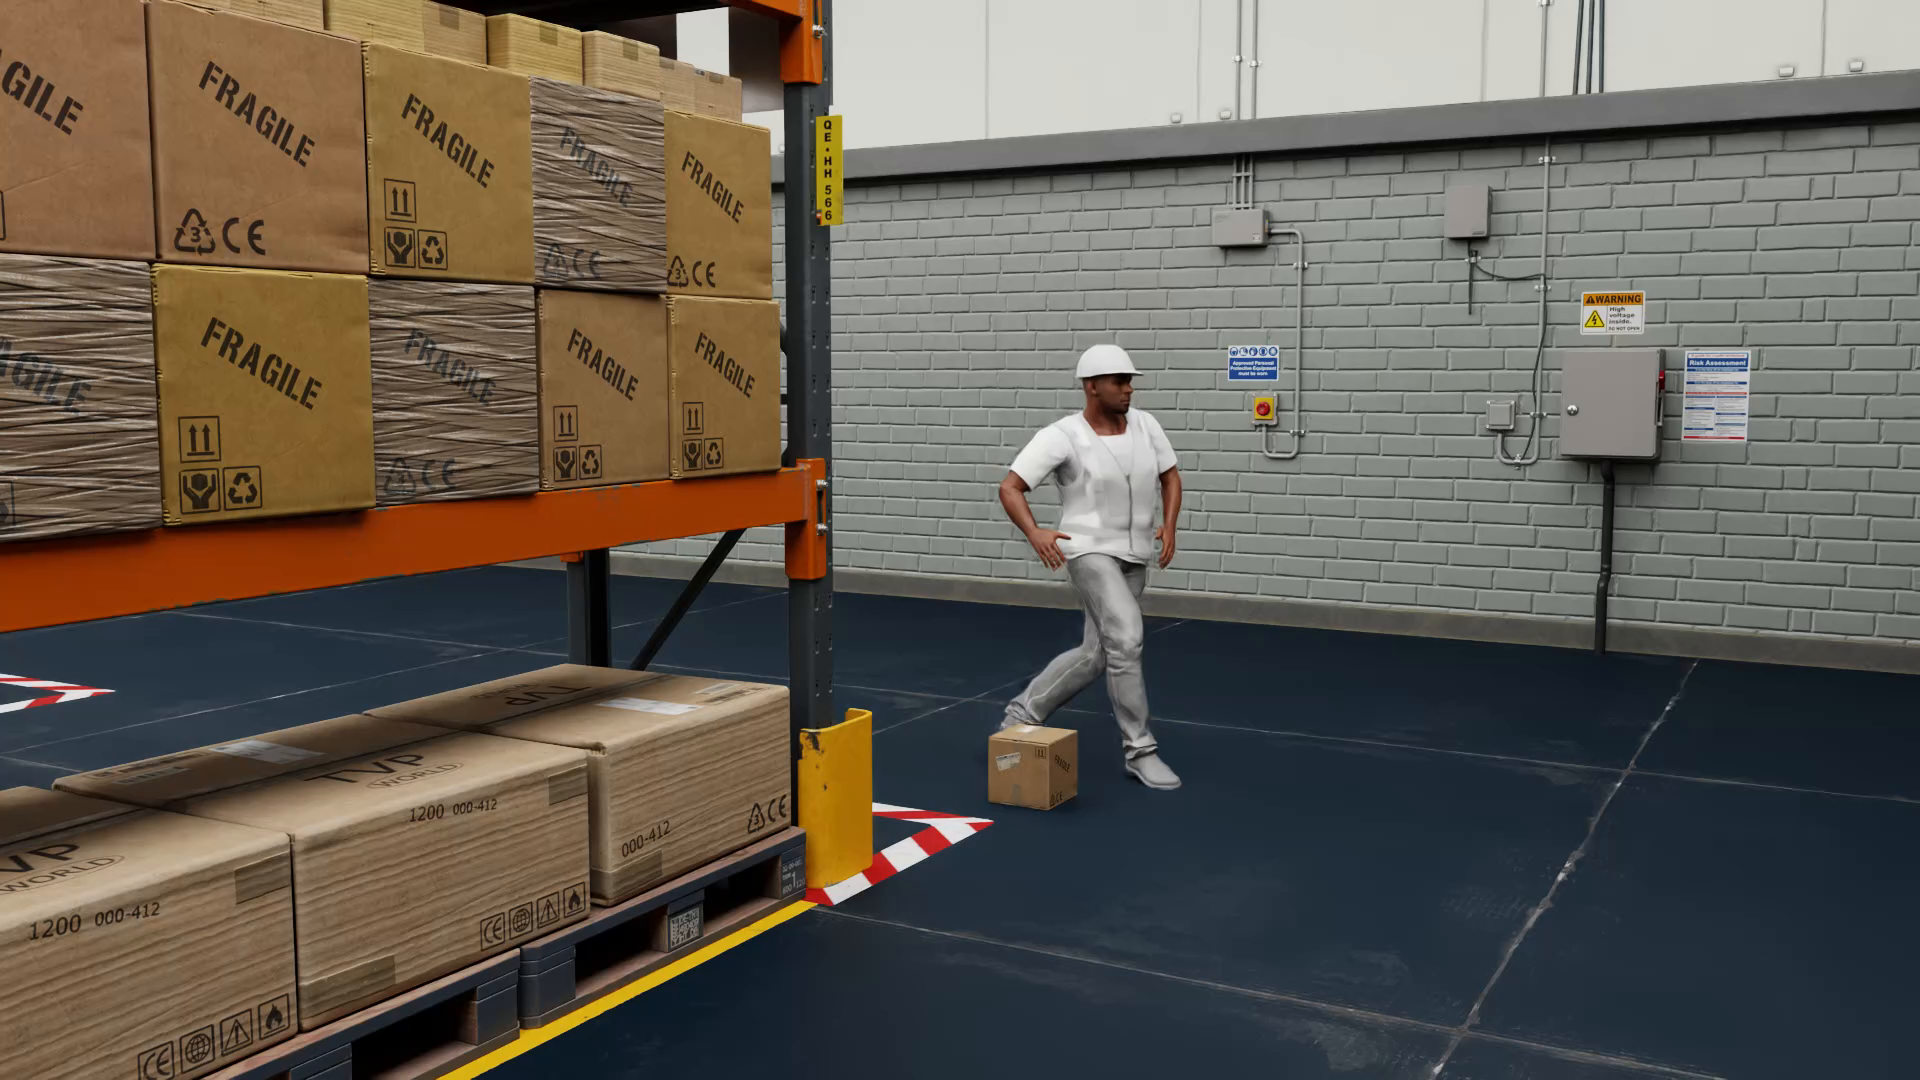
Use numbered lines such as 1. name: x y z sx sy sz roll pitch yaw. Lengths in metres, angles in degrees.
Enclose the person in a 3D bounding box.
1. person: 0.649 0.076 6.647 0.792 1.704 0.839 -4 7 -34
